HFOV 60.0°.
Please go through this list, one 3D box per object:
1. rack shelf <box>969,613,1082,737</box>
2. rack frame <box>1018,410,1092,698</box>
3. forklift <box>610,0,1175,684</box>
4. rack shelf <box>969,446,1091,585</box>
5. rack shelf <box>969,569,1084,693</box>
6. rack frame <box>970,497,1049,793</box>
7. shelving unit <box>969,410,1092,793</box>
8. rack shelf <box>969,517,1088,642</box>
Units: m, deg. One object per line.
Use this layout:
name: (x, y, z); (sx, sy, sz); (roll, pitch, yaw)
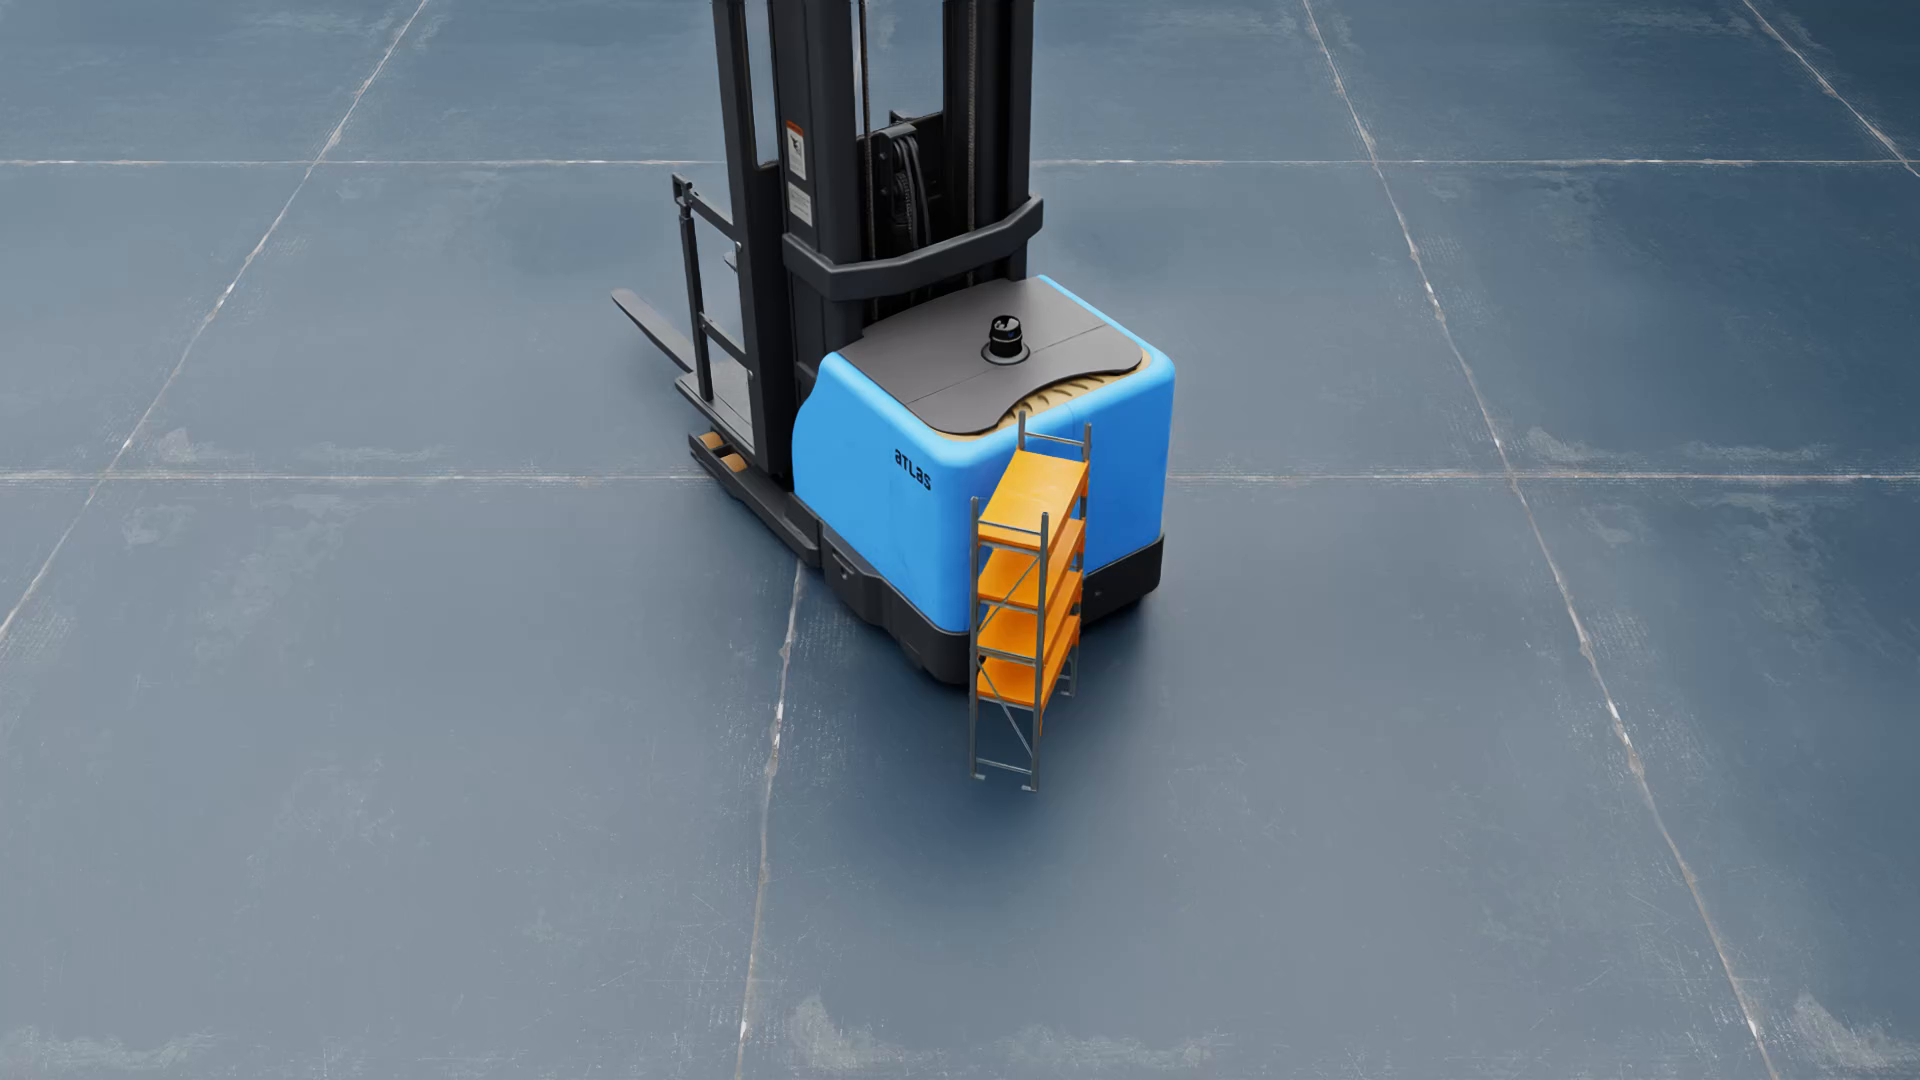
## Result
rack shelf: (0.227, 0.429, 5.680); (0.258, 0.148, 0.480); (12, 40, 14)
rack frame: (0.304, 0.077, 5.695); (0.240, 1.200, 0.015); (12, 40, 14)
forklift: (-0.496, -1.500, 6.279); (1.130, 2.935, 3.031); (-24, 45, -27)
rack shelf: (0.227, -0.085, 5.268); (0.258, 0.148, 0.480); (12, 40, 14)
rack shelf: (0.227, 0.274, 5.556); (0.258, 0.148, 0.480); (12, 40, 14)
rack frame: (0.149, 0.366, 5.334); (0.240, 1.200, 0.015); (12, 40, 14)
shelving unit: (0.227, 0.221, 5.514); (0.258, 1.200, 0.503); (12, 40, 14)
rack shelf: (0.227, 0.099, 5.416); (0.258, 0.148, 0.480); (12, 40, 14)
